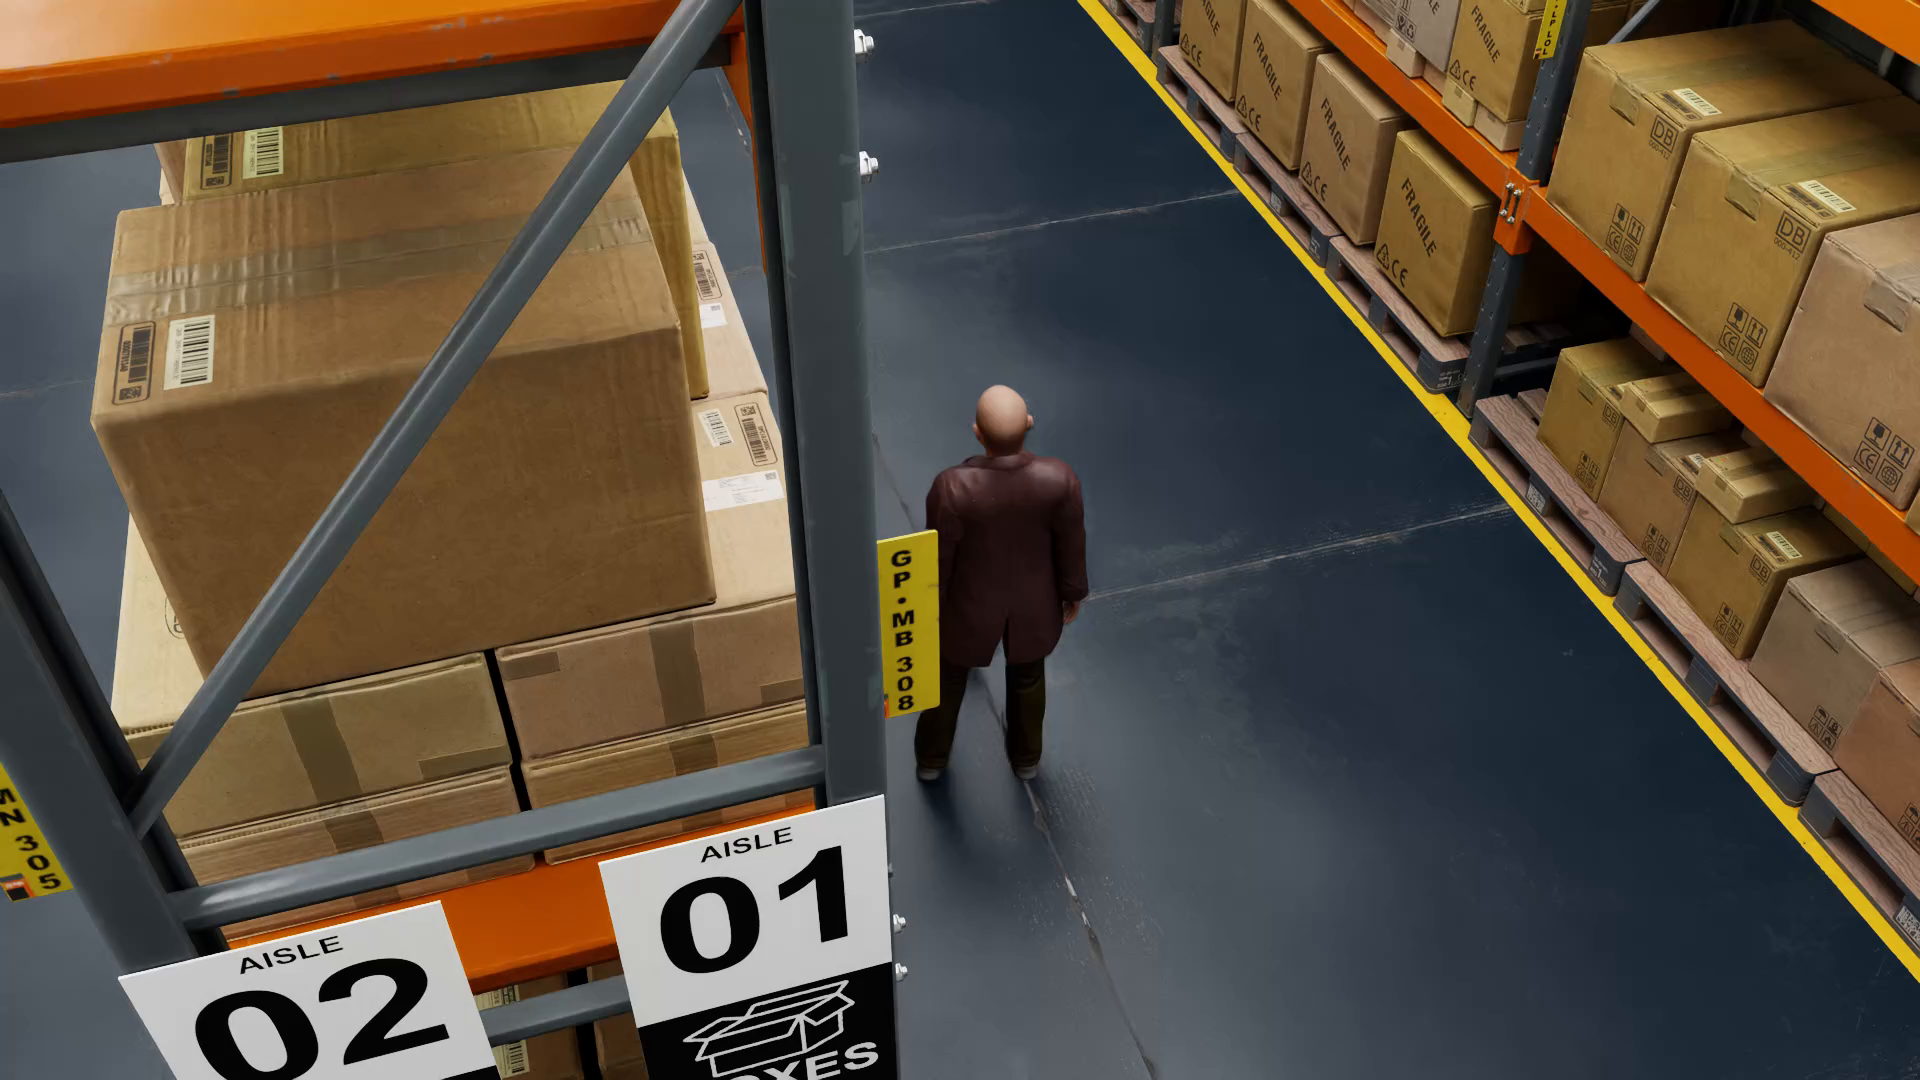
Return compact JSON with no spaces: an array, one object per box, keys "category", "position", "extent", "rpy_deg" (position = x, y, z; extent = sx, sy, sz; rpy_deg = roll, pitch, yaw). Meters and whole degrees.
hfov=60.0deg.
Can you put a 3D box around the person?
[{"category":"person","position":[0.129,0.156,5.978],"extent":[0.638,1.782,0.425],"rpy_deg":[-6,42,-7]}]
